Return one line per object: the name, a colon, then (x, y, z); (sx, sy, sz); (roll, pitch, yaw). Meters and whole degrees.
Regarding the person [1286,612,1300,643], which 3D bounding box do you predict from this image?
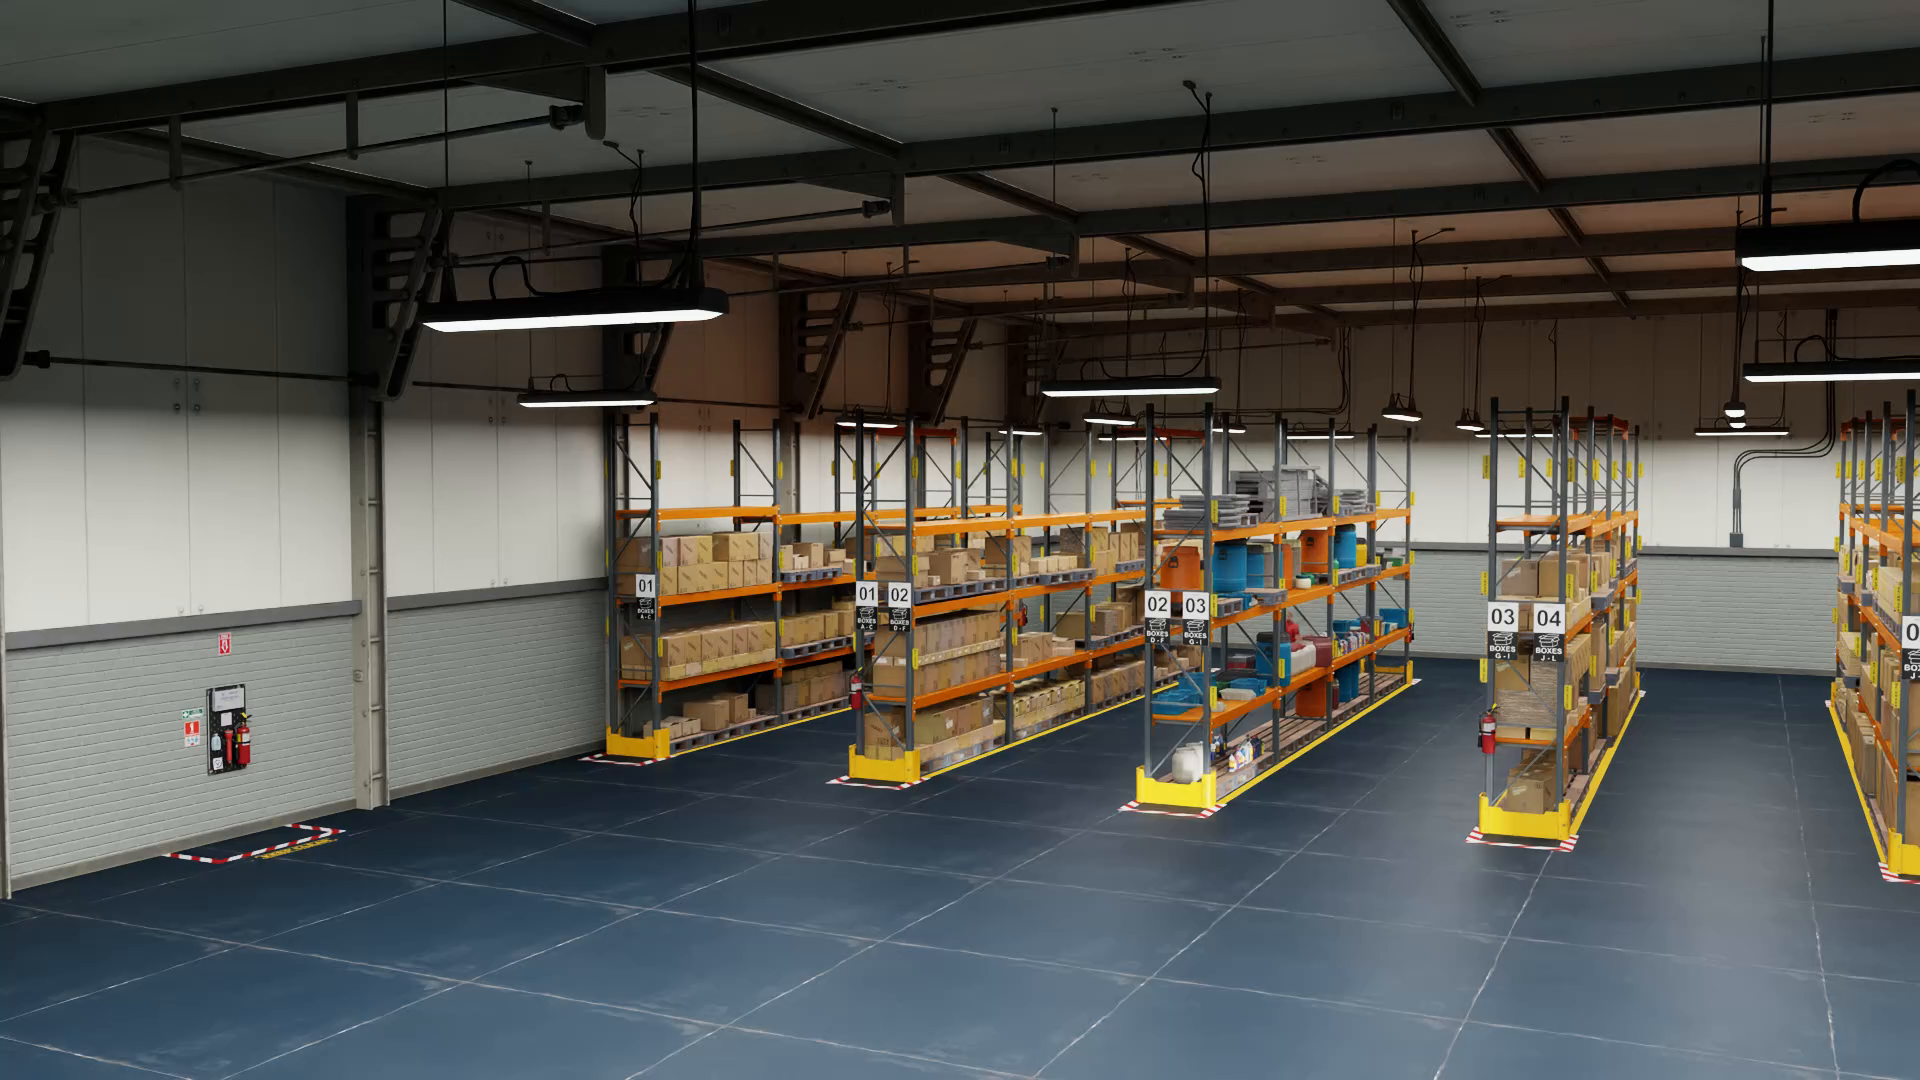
person: (7.676, 2.518, 38.807); (0.527, 1.658, 1.074); (1, 3, 26)
